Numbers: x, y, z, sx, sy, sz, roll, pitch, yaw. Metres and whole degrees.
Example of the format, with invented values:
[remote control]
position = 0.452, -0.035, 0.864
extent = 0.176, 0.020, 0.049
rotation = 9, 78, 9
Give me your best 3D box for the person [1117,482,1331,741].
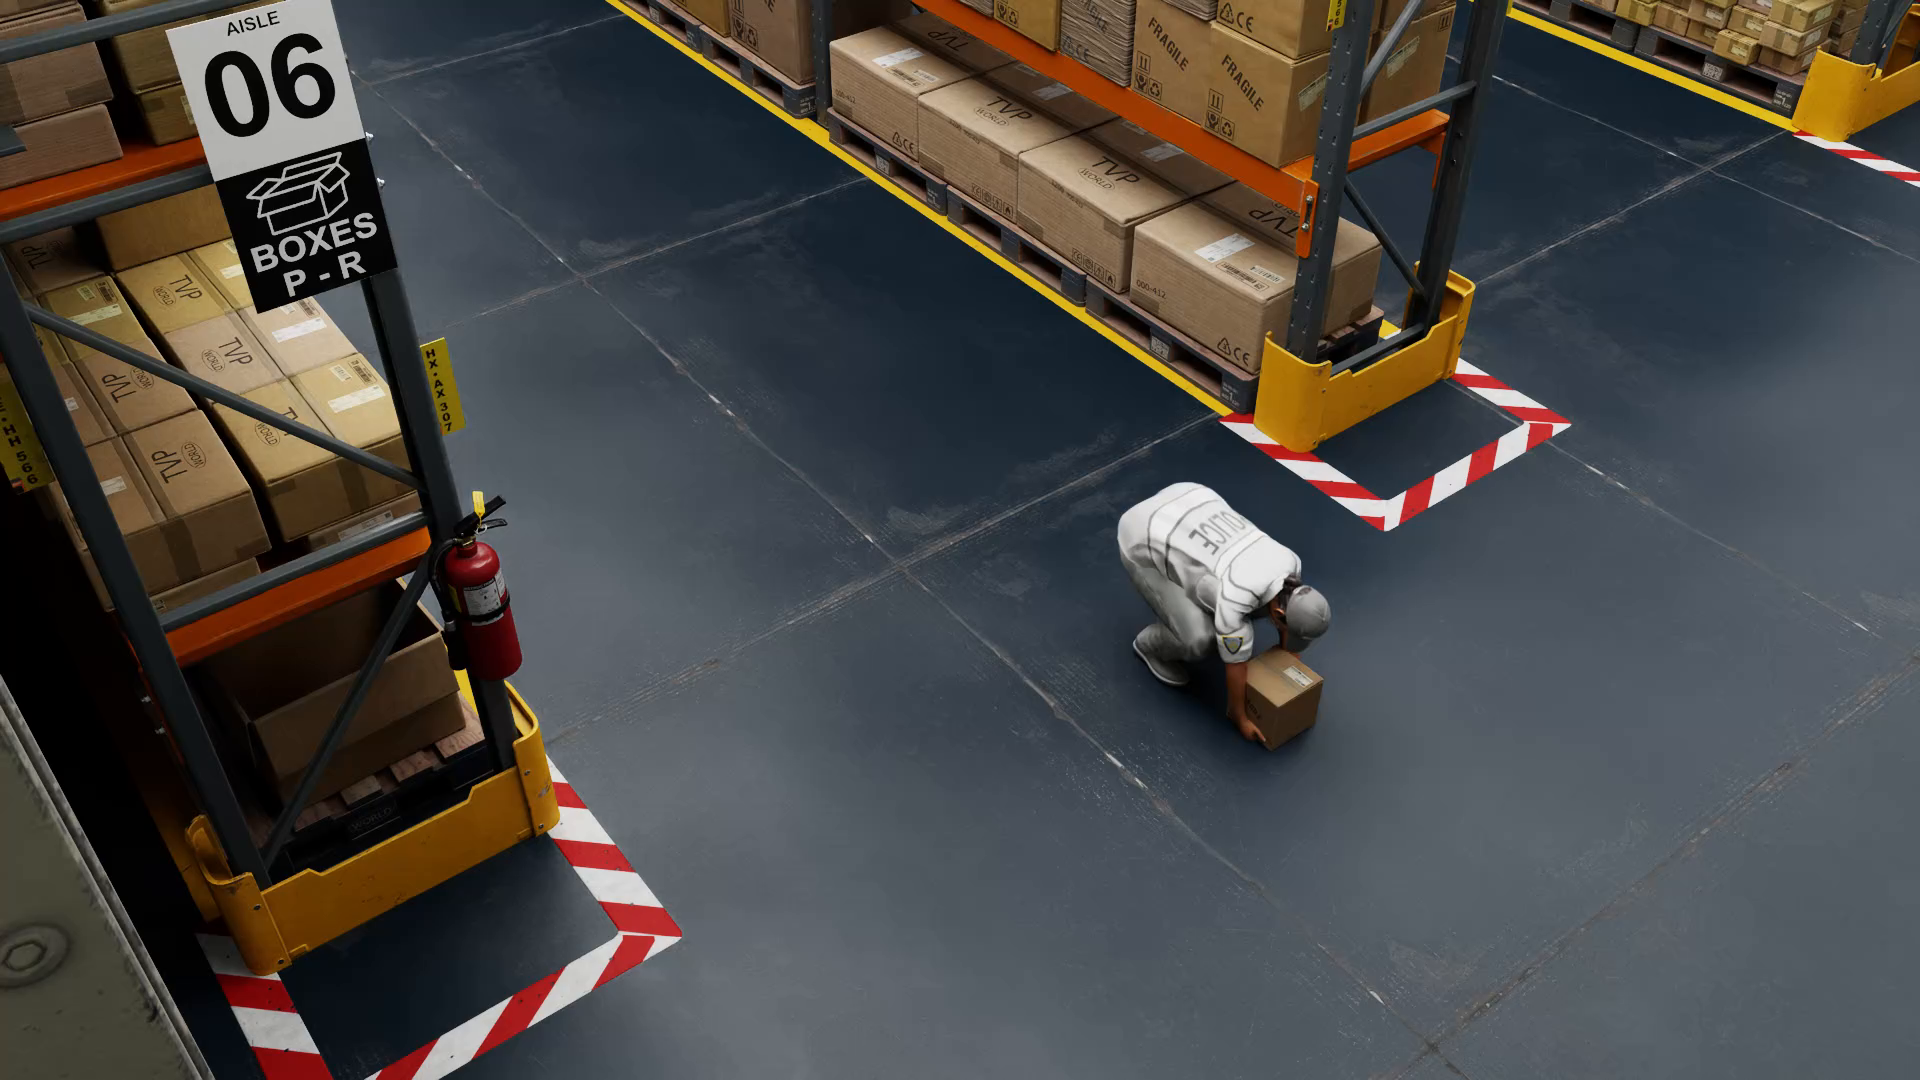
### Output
[person]
position = 1.039, 0.255, 6.559
extent = 0.513, 0.784, 0.942
rotation = -28, 48, -29
